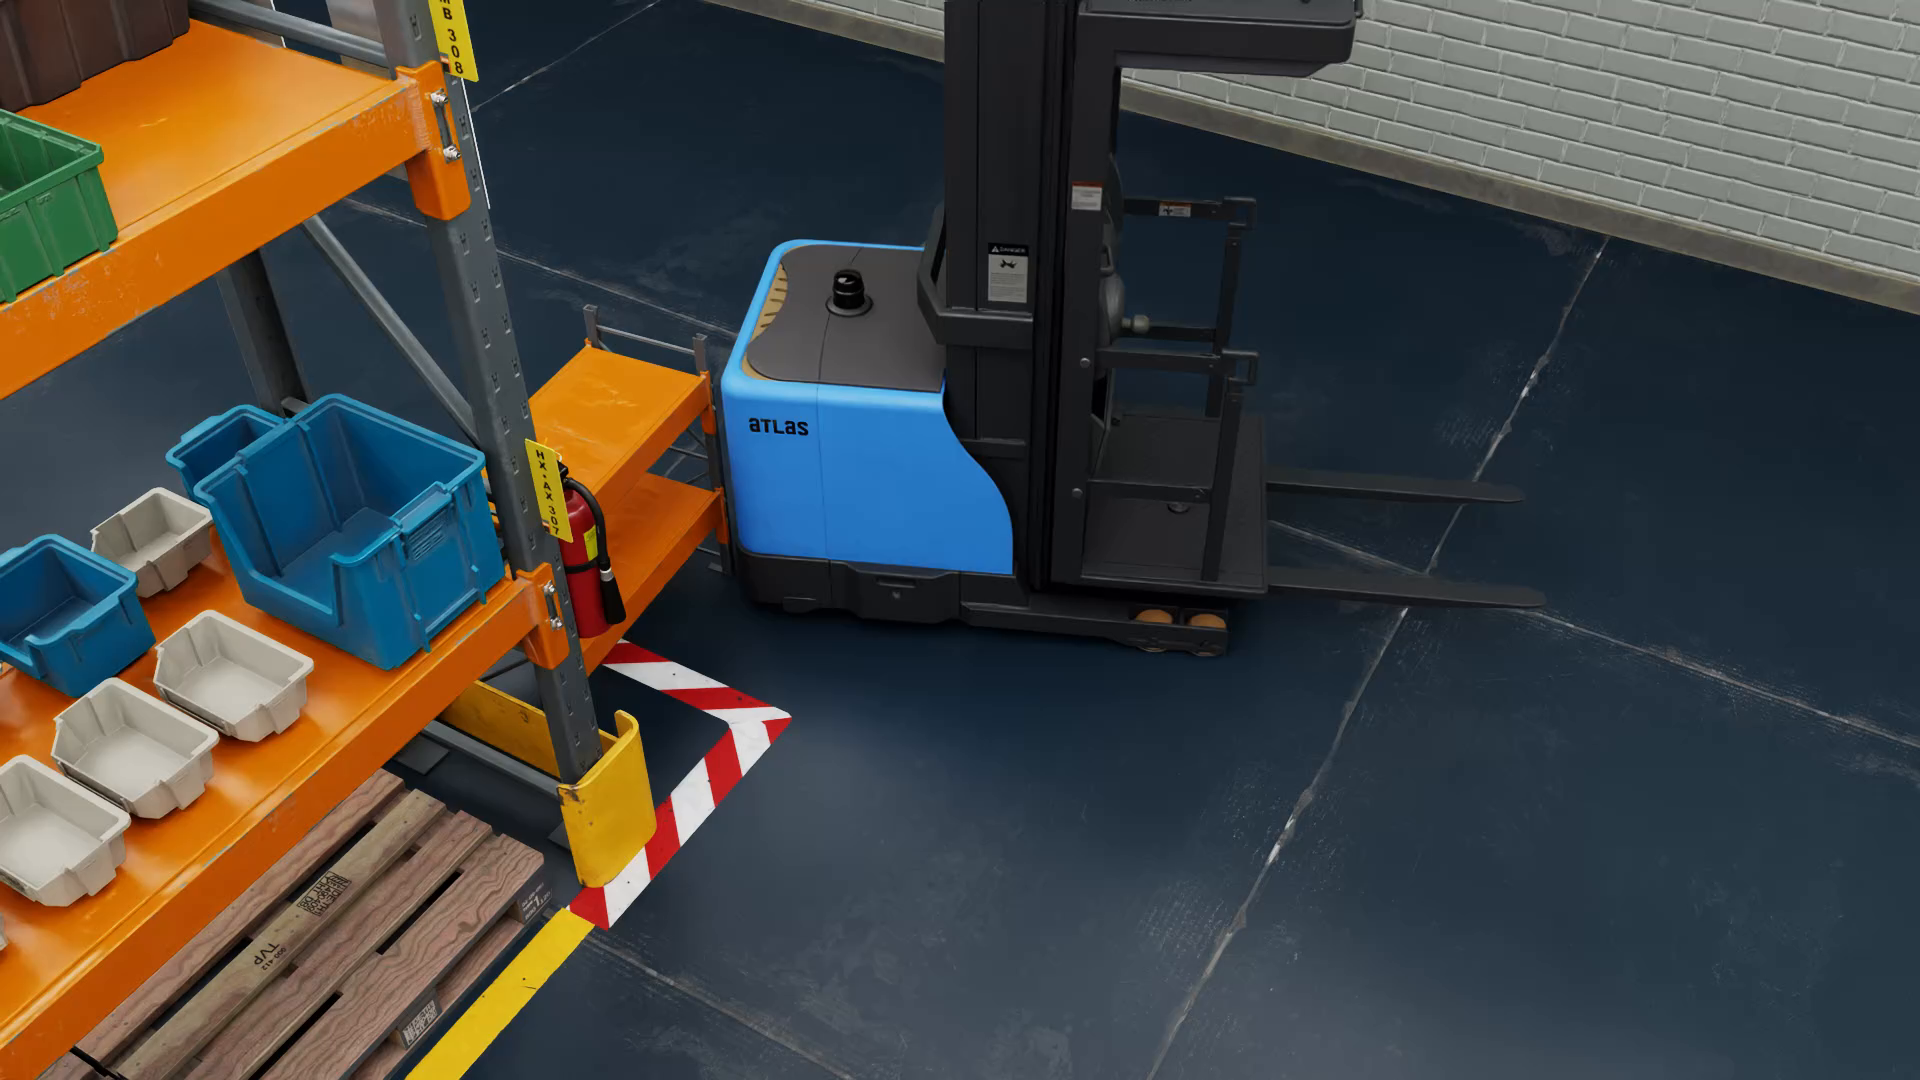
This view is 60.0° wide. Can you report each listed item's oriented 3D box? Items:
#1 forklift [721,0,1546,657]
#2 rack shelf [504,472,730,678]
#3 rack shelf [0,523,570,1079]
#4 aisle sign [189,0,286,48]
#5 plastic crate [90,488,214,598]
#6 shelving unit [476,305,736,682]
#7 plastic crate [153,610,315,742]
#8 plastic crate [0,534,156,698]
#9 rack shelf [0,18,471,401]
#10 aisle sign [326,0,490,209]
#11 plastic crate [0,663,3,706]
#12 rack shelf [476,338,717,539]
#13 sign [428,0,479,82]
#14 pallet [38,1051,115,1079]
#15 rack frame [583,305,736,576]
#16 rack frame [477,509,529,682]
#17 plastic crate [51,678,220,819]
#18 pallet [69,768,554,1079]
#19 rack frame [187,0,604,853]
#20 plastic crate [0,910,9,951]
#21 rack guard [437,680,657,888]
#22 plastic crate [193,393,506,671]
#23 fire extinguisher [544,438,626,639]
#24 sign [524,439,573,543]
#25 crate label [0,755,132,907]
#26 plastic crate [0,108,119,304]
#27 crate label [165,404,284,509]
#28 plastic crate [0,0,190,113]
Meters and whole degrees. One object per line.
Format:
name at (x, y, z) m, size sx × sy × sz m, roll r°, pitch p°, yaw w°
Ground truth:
forklift at (0.705, -1.035, 5.708) m, size 3.031 × 2.935 × 1.130 m, roll 5°, pitch 42°, yaw 5°
rack shelf at (-1.331, 0.136, 6.114) m, size 0.538 × 0.278 × 1.000 m, roll 16°, pitch 44°, yaw 18°
rack shelf at (-2.598, 1.173, 3.693) m, size 1.077 × 0.370 × 4.000 m, roll 21°, pitch 45°, yaw 22°
aisle sign at (-1.818, -1.357, 4.054) m, size 0.394 × 0.787 × 0.004 m, roll 21°, pitch 45°, yaw 22°
plastic crate at (-2.238, 0.023, 4.608) m, size 0.250 × 0.136 × 0.298 m, roll 21°, pitch 45°, yaw 22°
shelving unit at (-1.331, -0.047, 5.953) m, size 0.538 × 1.125 × 1.048 m, roll 16°, pitch 44°, yaw 18°
plastic crate at (-1.848, 0.361, 4.224) m, size 0.396 × 0.136 × 0.243 m, roll 21°, pitch 45°, yaw 22°
plastic crate at (-2.335, 0.208, 4.326) m, size 0.416 × 0.233 × 0.300 m, roll 21°, pitch 45°, yaw 22°
rack shelf at (-2.598, 0.047, 2.702) m, size 1.077 × 0.370 × 4.000 m, roll 21°, pitch 45°, yaw 22°
aisle sign at (-1.307, -1.162, 3.832) m, size 0.394 × 0.787 × 0.004 m, roll 21°, pitch 45°, yaw 22°
plastic crate at (-2.577, 0.411, 4.167) m, size 0.250 × 0.136 × 0.298 m, roll 21°, pitch 45°, yaw 22°
rack shelf at (-1.331, -0.267, 5.759) m, size 0.538 × 0.278 × 1.000 m, roll 16°, pitch 44°, yaw 18°
sign at (-1.113, -1.156, 3.602) m, size 0.100 × 0.325 × 0.005 m, roll 21°, pitch 45°, yaw 22°
pallet at (-2.655, 1.959, 4.366) m, size 1.003 × 0.211 × 1.213 m, roll 21°, pitch 45°, yaw 22°
rack frame at (-1.126, -0.355, 6.302) m, size 0.500 × 1.125 × 0.032 m, roll 16°, pitch 44°, yaw 18°
rack frame at (-1.535, 0.260, 5.603) m, size 0.500 × 1.125 × 0.032 m, roll 16°, pitch 44°, yaw 18°
plastic crate at (-2.006, 0.522, 4.041) m, size 0.396 × 0.136 × 0.243 m, roll 21°, pitch 45°, yaw 22°
pallet at (-2.043, 1.264, 5.155) m, size 1.003 × 0.211 × 1.213 m, roll 21°, pitch 45°, yaw 22°
rack frame at (-1.597, -0.242, 4.755) m, size 1.000 × 3.000 × 0.127 m, roll 21°, pitch 45°, yaw 22°
plastic crate at (-2.256, 0.865, 3.652) m, size 0.298 × 0.136 × 0.250 m, roll 21°, pitch 45°, yaw 22°
rack guard at (-1.596, 0.678, 5.601) m, size 1.175 × 0.500 × 0.348 m, roll 21°, pitch 45°, yaw 22°
plastic crate at (-1.603, -0.024, 4.436) m, size 0.616 × 0.435 × 0.499 m, roll 21°, pitch 45°, yaw 22°
fire extinguisher at (-1.128, -0.009, 4.831) m, size 0.296 × 0.674 × 0.183 m, roll 21°, pitch 45°, yaw 22°
sign at (-1.113, -0.130, 4.505) m, size 0.100 × 0.325 × 0.005 m, roll 21°, pitch 45°, yaw 22°
crate label at (-2.124, 0.690, 3.851) m, size 0.396 × 0.136 × 0.243 m, roll 21°, pitch 45°, yaw 22°
plastic crate at (-1.843, -0.629, 3.085) m, size 0.450 × 0.188 × 0.336 m, roll 21°, pitch 45°, yaw 22°
crate label at (-2.006, -0.169, 4.754) m, size 0.416 × 0.233 × 0.303 m, roll 21°, pitch 45°, yaw 22°
plastic crate at (-2.031, -1.190, 3.661) m, size 0.497 × 0.269 × 0.590 m, roll 21°, pitch 45°, yaw 22°
